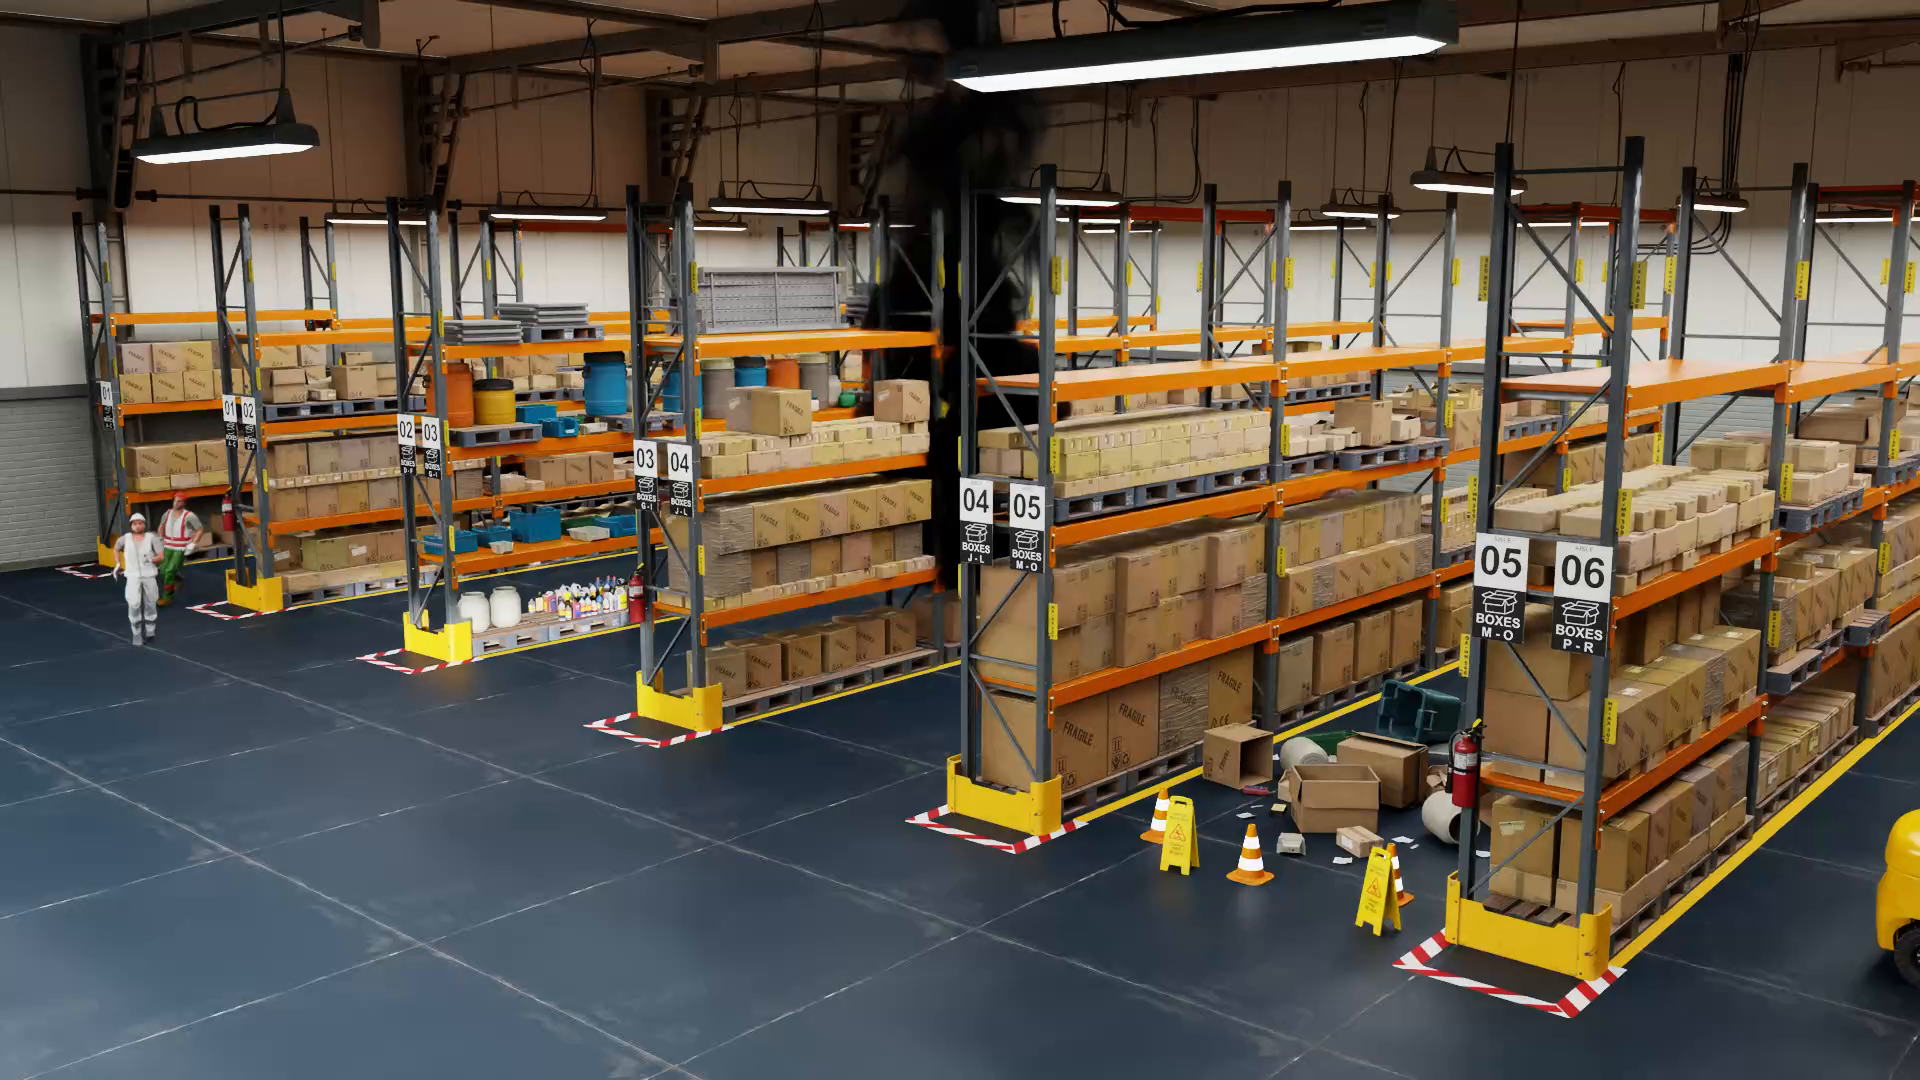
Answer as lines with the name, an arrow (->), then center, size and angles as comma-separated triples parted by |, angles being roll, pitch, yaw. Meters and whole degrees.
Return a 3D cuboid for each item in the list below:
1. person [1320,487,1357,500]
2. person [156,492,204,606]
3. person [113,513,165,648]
person -> 6.172, -0.197, 27.087 | 0.932, 1.768, 0.731 | -8, 13, -41
person -> -11.911, 0.120, 25.365 | 0.703, 1.715, 0.686 | 1, 10, 6
person -> -11.151, 0.543, 22.627 | 0.648, 1.823, 0.743 | -5, 11, -26
